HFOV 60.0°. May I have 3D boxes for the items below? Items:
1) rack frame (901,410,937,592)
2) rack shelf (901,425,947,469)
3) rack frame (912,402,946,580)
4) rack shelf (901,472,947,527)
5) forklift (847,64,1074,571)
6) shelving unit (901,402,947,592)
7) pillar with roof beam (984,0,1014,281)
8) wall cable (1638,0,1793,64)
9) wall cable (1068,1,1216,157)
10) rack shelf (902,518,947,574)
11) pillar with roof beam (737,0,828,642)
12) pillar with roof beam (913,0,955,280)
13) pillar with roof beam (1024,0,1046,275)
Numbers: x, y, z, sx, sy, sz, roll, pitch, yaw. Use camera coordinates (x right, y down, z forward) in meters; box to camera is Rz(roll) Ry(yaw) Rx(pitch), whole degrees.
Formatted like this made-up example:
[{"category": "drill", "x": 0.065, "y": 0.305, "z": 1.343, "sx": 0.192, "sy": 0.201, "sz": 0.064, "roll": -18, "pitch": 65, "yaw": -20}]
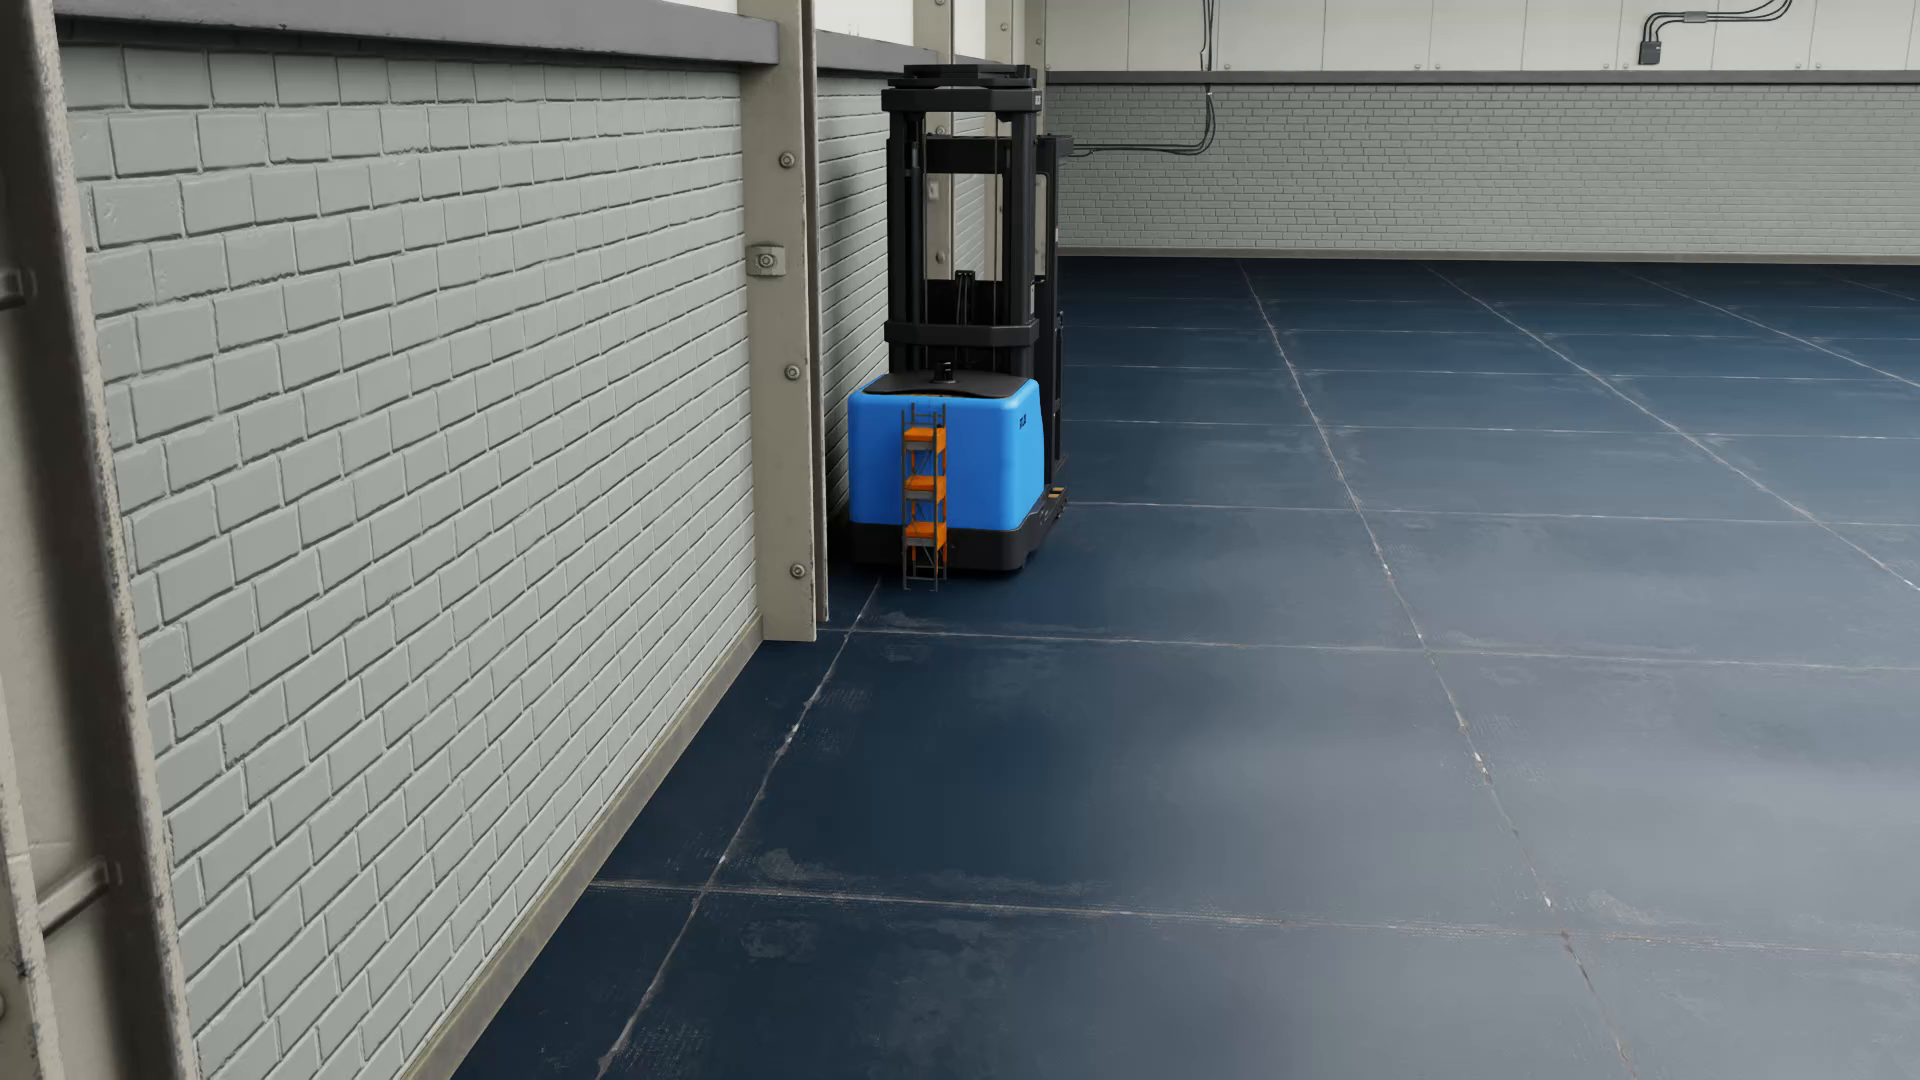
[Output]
[{"category": "rack frame", "x": -0.230, "y": -0.216, "z": 9.449, "sx": 0.200, "sy": 1.050, "sz": 0.008, "roll": 3, "pitch": 15, "yaw": 11}, {"category": "rack shelf", "x": -0.205, "y": -0.511, "z": 9.493, "sx": 0.215, "sy": 0.259, "sz": 0.240, "roll": 3, "pitch": 15, "yaw": 11}, {"category": "rack frame", "x": -0.180, "y": -0.278, "z": 9.679, "sx": 0.200, "sy": 1.050, "sz": 0.008, "roll": 3, "pitch": 15, "yaw": 11}, {"category": "rack shelf", "x": -0.205, "y": -0.237, "z": 9.567, "sx": 0.215, "sy": 0.259, "sz": 0.240, "roll": 3, "pitch": 15, "yaw": 11}, {"category": "forklift", "x": 0.128, "y": -1.575, "z": 10.873, "sx": 1.130, "sy": 2.935, "sz": 3.031, "roll": 3, "pitch": 15, "yaw": 11}, {"category": "shelving unit", "x": -0.205, "y": -0.247, "z": 9.564, "sx": 0.215, "sy": 1.050, "sz": 0.252, "roll": 3, "pitch": 15, "yaw": 11}, {"category": "pillar with roof beam", "x": 4.738, "y": -6.854, "z": 18.771, "sx": 9.100, "sy": 9.000, "sz": 0.400, "roll": 2, "pitch": 15, "yaw": 6}, {"category": "wall cable", "x": 12.215, "y": -10.620, "z": 26.184, "sx": 2.305, "sy": 6.003, "sz": 0.169, "roll": 2, "pitch": 15, "yaw": 6}, {"category": "wall cable", "x": 2.784, "y": -7.764, "z": 28.082, "sx": 3.097, "sy": 2.526, "sz": 0.112, "roll": 2, "pitch": 15, "yaw": 6}, {"category": "rack shelf", "x": -0.205, "y": 0.032, "z": 9.639, "sx": 0.215, "sy": 0.259, "sz": 0.240, "roll": 3, "pitch": 15, "yaw": 11}, {"category": "pillar with roof beam", "x": 3.384, "y": -3.742, "z": 7.261, "sx": 9.100, "sy": 9.000, "sz": 0.400, "roll": 2, "pitch": 15, "yaw": 6}, {"category": "pillar with roof beam", "x": 4.061, "y": -5.298, "z": 13.016, "sx": 9.100, "sy": 9.000, "sz": 0.400, "roll": 2, "pitch": 15, "yaw": 6}, {"category": "pillar with roof beam", "x": 5.416, "y": -8.411, "z": 24.526, "sx": 9.100, "sy": 9.000, "sz": 0.400, "roll": 2, "pitch": 15, "yaw": 6}]
